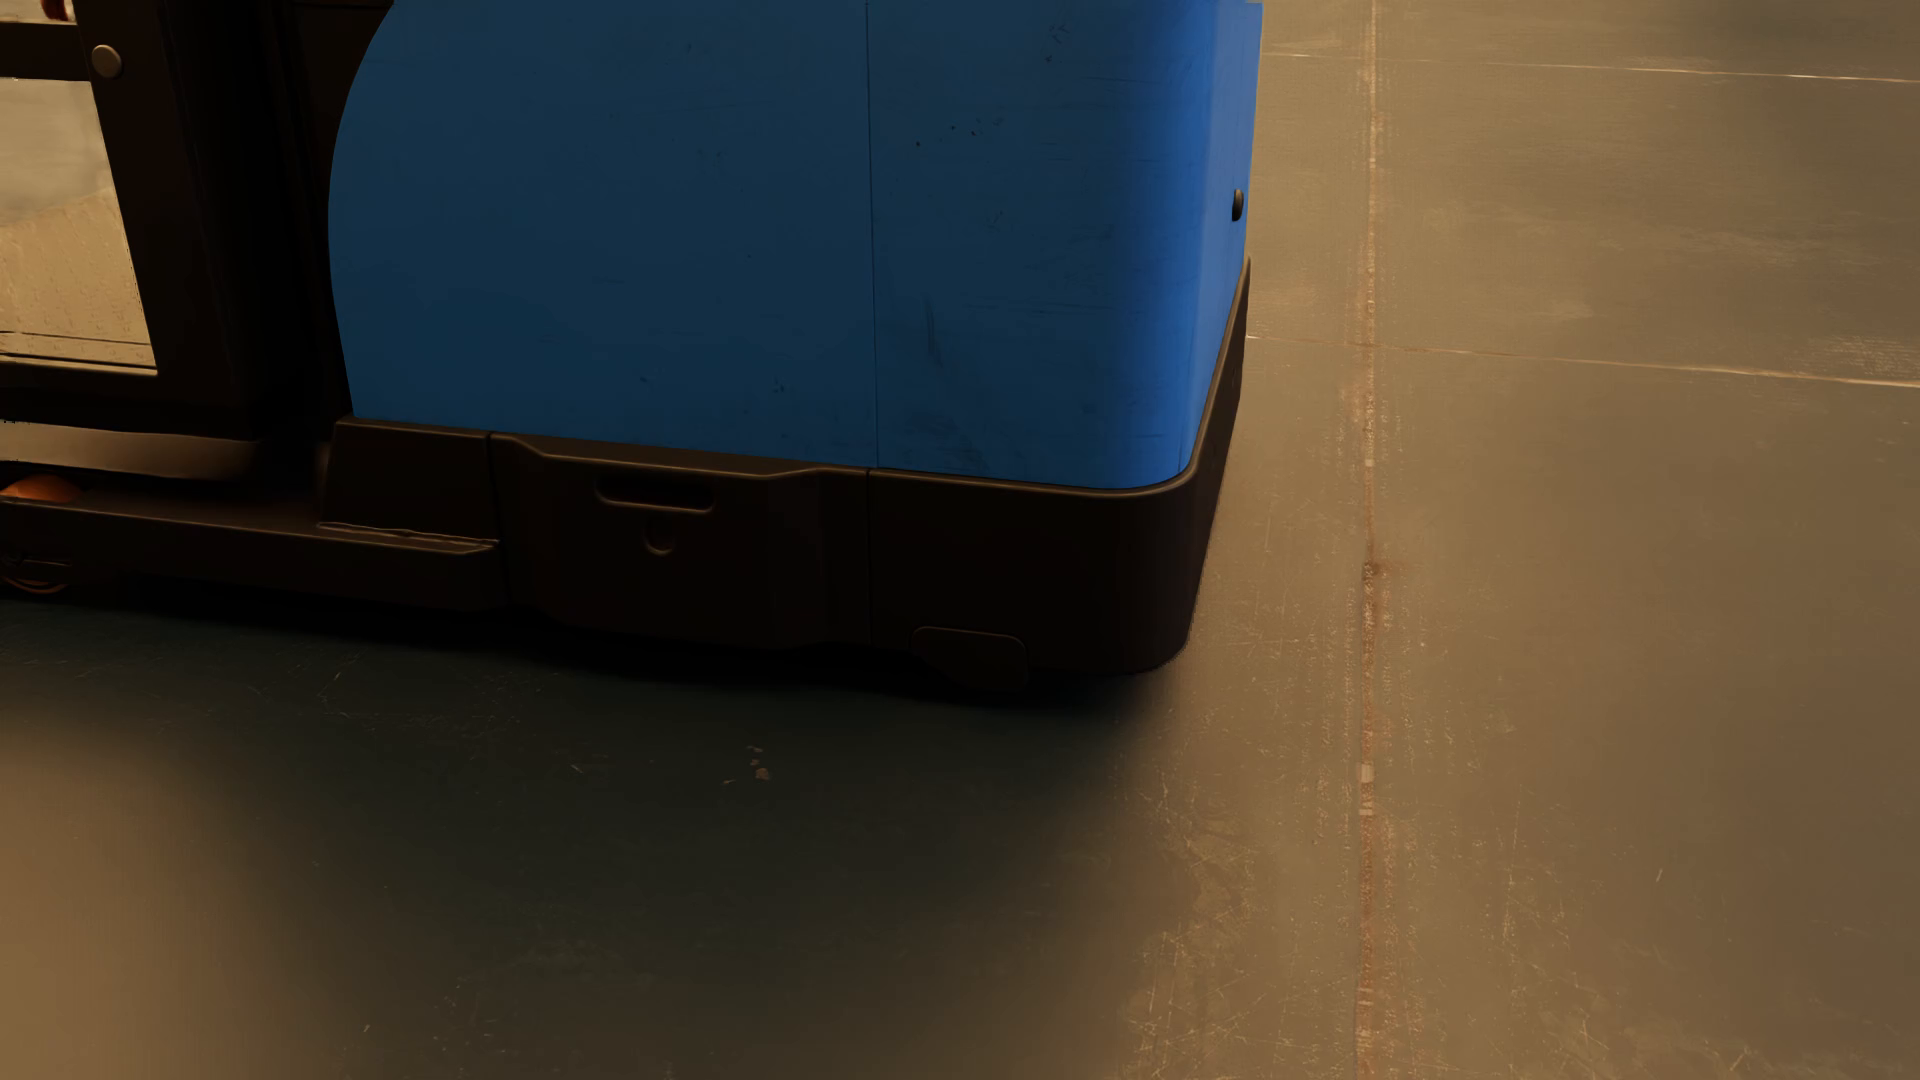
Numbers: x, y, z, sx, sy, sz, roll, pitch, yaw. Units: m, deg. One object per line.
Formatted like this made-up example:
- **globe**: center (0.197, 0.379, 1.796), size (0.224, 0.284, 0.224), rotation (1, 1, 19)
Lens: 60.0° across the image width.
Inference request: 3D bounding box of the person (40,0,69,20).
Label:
- **person**: center (-1.027, -0.878, 2.518), size (0.702, 1.544, 0.679), rotation (-16, 31, -28)

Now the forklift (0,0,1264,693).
- **forklift**: center (-1.097, -1.456, 2.132), size (3.031, 2.935, 1.130), rotation (6, 27, 12)
